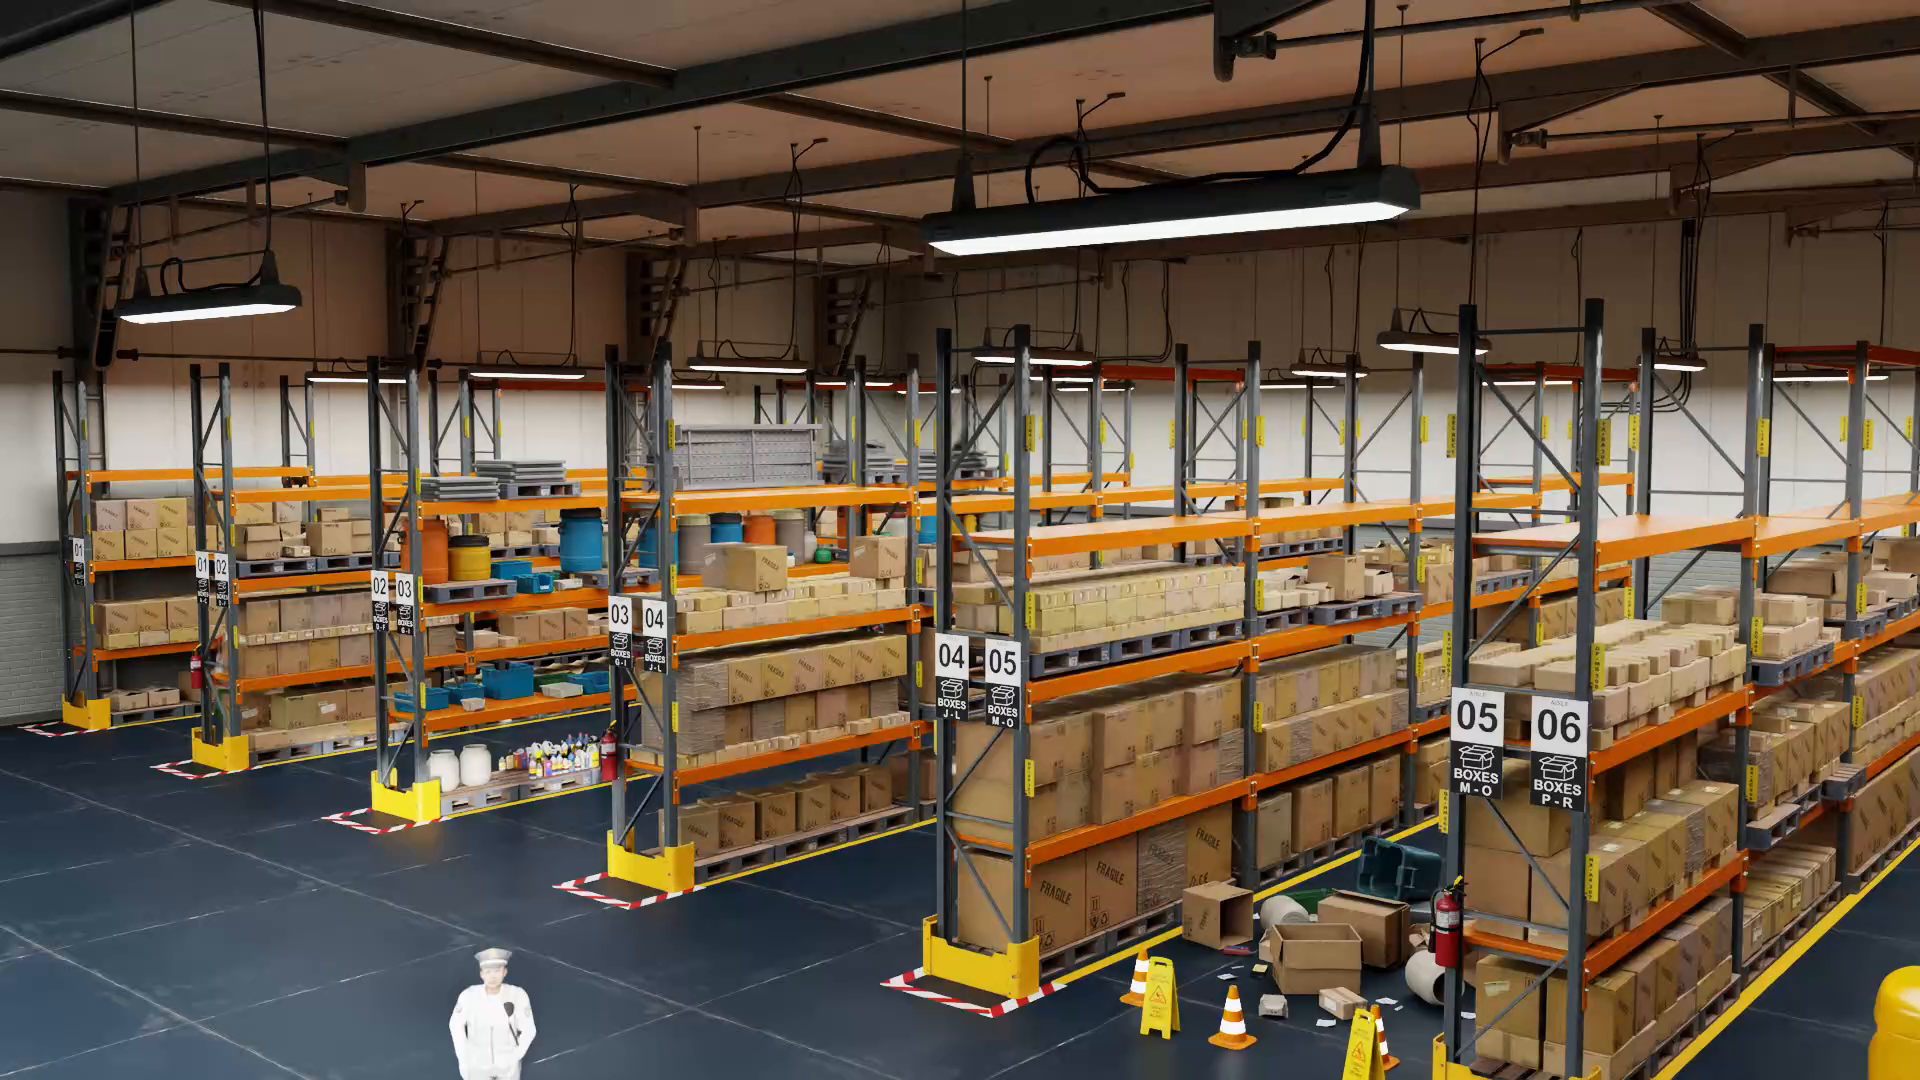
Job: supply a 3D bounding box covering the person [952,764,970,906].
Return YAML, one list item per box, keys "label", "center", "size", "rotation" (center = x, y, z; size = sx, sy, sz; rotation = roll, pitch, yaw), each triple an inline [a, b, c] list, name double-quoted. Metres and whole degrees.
- label: "person"
  center: [0.088, 3.006, 17.972]
  size: [0.667, 1.752, 0.740]
  rotation: [2, 4, 23]

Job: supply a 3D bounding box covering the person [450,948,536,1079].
- label: "person"
  center: [-3.145, 3.542, 11.213]
  size: [0.564, 1.638, 0.573]
  rotation: [-1, 4, -15]

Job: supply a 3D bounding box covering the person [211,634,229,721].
- label: "person"
  center: [-11.720, 2.365, 26.475]
  size: [0.699, 1.743, 0.613]
  rotation: [3, 5, 38]
